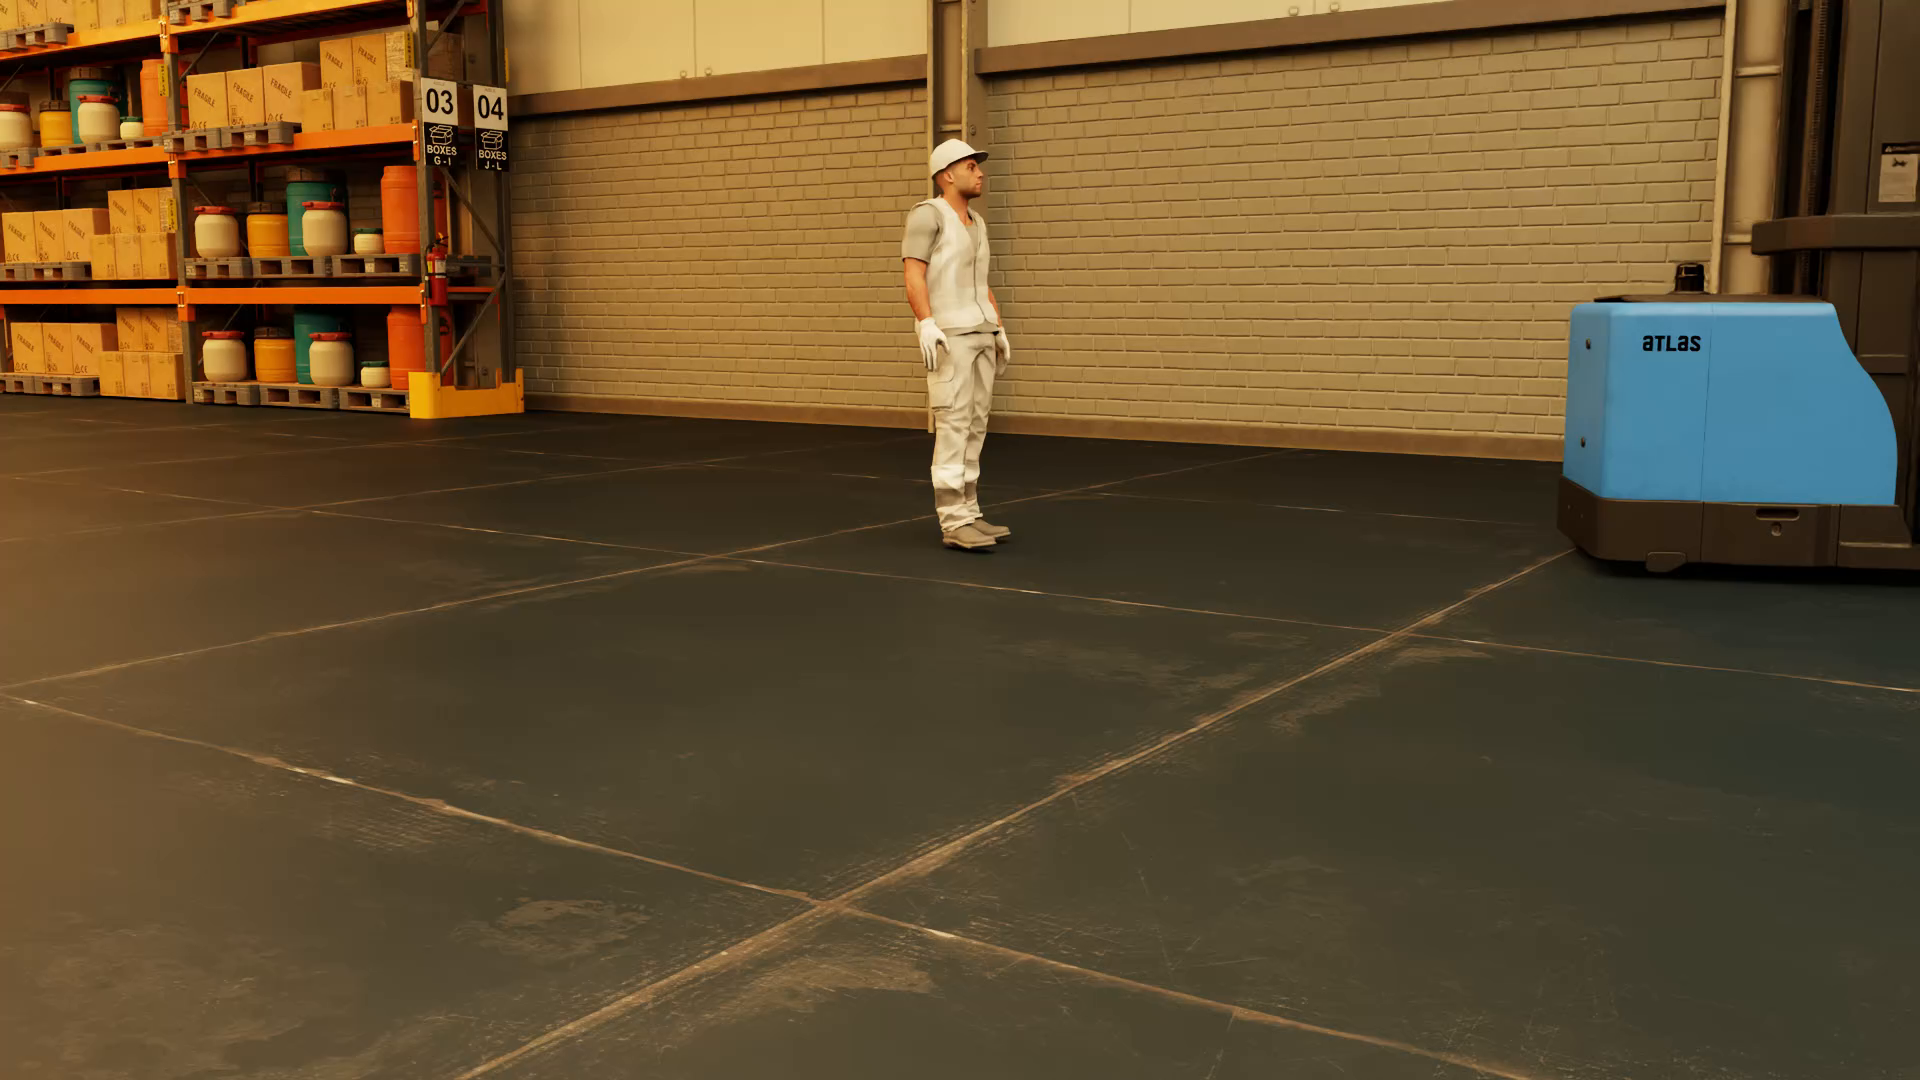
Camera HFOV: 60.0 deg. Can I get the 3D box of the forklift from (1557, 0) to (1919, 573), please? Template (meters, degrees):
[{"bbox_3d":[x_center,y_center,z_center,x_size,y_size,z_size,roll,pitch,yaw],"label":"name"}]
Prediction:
[{"bbox_3d":[4.087,-1.334,6.571,3.031,2.935,1.130,1,8,10],"label":"forklift"}]

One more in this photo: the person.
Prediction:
[{"bbox_3d":[0.061,-0.885,7.423,0.562,1.789,0.638,5,10,34],"label":"person"}]
